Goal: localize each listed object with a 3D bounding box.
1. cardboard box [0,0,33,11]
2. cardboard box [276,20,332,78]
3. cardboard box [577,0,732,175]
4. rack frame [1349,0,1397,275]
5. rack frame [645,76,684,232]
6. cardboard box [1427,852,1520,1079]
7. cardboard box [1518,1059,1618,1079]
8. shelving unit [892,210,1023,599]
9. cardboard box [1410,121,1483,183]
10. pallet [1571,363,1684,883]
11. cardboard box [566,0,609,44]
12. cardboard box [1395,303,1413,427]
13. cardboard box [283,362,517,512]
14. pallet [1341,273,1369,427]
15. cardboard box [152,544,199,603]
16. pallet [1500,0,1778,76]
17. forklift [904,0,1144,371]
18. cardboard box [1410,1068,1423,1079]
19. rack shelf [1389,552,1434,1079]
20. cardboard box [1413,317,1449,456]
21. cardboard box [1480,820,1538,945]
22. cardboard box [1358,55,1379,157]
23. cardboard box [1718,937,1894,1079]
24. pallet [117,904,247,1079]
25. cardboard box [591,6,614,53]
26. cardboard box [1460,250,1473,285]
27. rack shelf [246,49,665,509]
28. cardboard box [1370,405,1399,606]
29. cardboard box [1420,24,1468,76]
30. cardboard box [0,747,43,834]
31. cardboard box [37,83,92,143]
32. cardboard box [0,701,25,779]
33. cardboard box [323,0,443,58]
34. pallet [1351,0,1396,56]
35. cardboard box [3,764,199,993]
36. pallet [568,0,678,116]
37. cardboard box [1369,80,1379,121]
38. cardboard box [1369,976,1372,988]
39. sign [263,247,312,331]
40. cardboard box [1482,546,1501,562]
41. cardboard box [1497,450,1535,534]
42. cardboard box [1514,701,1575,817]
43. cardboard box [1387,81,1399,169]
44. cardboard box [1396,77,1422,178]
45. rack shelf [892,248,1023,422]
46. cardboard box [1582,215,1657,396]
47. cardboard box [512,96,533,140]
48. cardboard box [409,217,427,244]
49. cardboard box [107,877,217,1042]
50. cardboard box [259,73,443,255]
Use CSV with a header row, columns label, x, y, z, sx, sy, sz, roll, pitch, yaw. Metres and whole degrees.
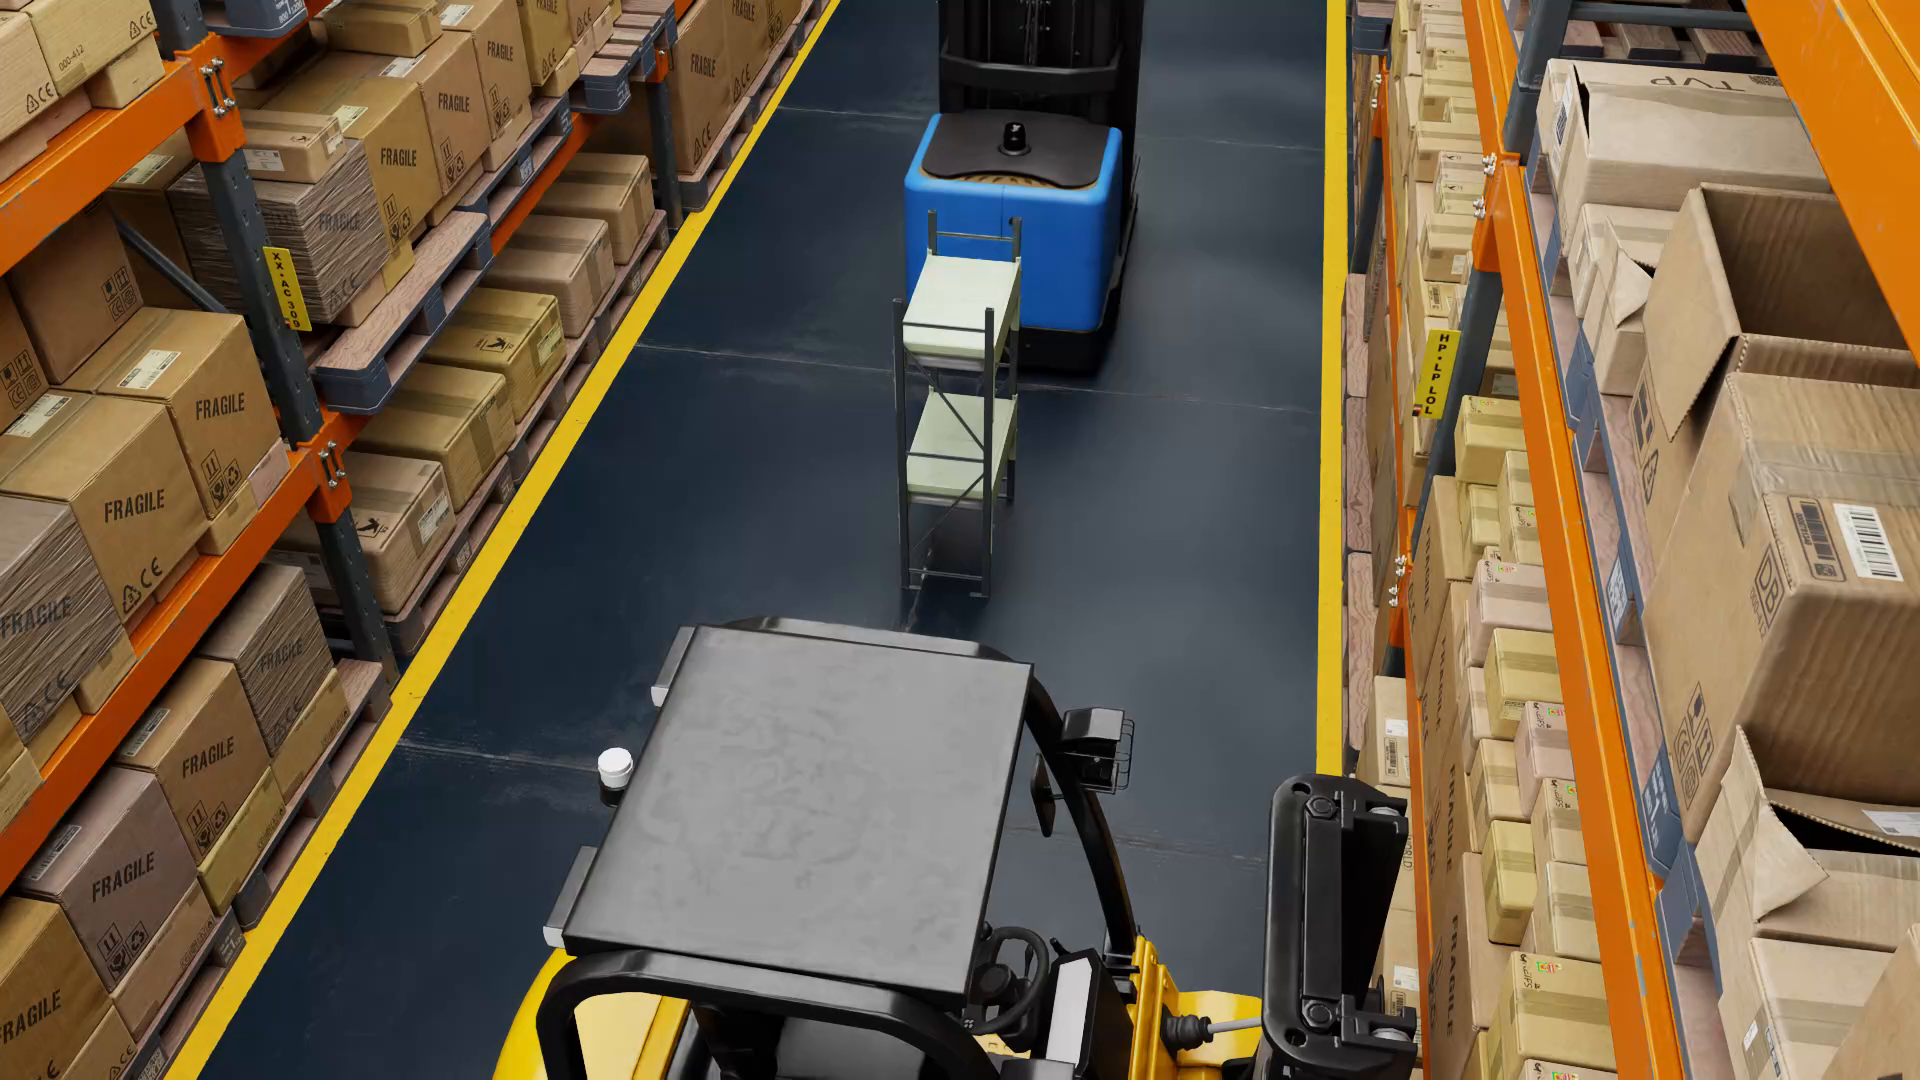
label,x,y,z,sx,sy,sz,roll,pitch,yaw
cardboard box,-2.679,-1.561,4.502,0.380,0.149,0.250,5,40,7
cardboard box,-2.836,-1.854,6.997,0.500,0.500,0.500,8,40,9
cardboard box,-1.977,-2.867,10.202,0.875,0.875,0.875,6,40,7
rack frame,2.711,-2.555,8.486,1.000,3.000,0.127,6,40,8
rack frame,-2.178,-3.100,9.145,1.000,3.000,0.127,6,40,8
cardboard box,1.417,1.127,3.955,0.500,0.500,0.500,7,40,8
cardboard box,1.264,1.165,3.165,0.380,0.149,0.250,7,40,9
shelving unit,-0.001,-0.574,7.267,0.431,1.500,0.755,6,40,8
cardboard box,2.021,-1.552,6.686,0.380,0.149,0.250,5,40,6
pallet,1.684,0.135,2.948,1.003,0.211,1.213,6,40,8
cardboard box,-2.062,-2.773,8.109,0.500,0.500,0.500,6,40,7
cardboard box,1.930,-0.648,6.297,0.500,0.250,0.500,6,40,7
cardboard box,-2.661,-0.520,7.757,0.950,0.372,0.625,9,40,10
pallet,2.531,-0.968,8.755,1.003,0.211,1.213,6,40,8
cardboard box,-2.784,0.055,5.526,0.380,0.149,0.250,7,40,8
pallet,2.159,-1.682,5.226,0.805,0.209,1.217,5,40,6
forklift,0.472,-2.956,9.026,1.130,2.935,3.031,7,40,8
cardboard box,1.355,1.699,4.385,0.500,0.250,0.500,6,40,7
rack shelf,1.673,1.488,4.161,1.077,0.370,4.000,6,40,8
cardboard box,1.852,-0.516,5.745,0.500,0.250,0.500,6,40,7
cardboard box,1.418,0.806,3.833,0.380,0.149,0.250,6,40,7
cardboard box,2.758,-2.684,10.274,0.500,0.500,0.500,8,40,10
cardboard box,1.171,0.653,2.041,0.380,0.149,0.250,5,40,6
pallet,-3.160,1.679,5.554,1.003,0.211,1.213,6,40,8
cardboard box,-1.978,-2.594,8.401,0.380,0.149,0.250,6,40,7
cardboard box,1.981,-0.884,5.877,0.380,0.149,0.250,6,40,8
rack shelf,-2.524,-1.567,7.856,1.077,0.370,4.000,6,40,8
cardboard box,2.240,-0.106,7.058,0.875,0.625,0.625,6,40,7
cardboard box,2.269,-2.179,7.443,0.380,0.149,0.250,7,40,8
cardboard box,-2.881,0.703,4.742,0.380,0.149,0.250,7,40,8
cardboard box,-2.755,-1.268,4.773,0.380,0.149,0.250,7,40,8
cardboard box,-2.954,0.536,4.436,0.500,0.500,0.500,6,40,7
cardboard box,-2.354,-2.104,6.790,0.380,0.149,0.250,9,40,10
pallet,2.760,-2.914,9.071,1.213,0.211,1.003,6,40,8
cardboard box,-2.882,1.060,5.354,0.500,0.500,0.500,8,40,10
pallet,-2.196,-2.567,8.651,1.213,0.211,1.003,6,40,8
cardboard box,2.564,-2.516,9.562,0.380,0.149,0.250,4,40,5
cardboard box,1.448,1.561,4.944,0.500,0.250,0.500,6,40,7
sign,-2.334,-0.868,5.767,0.100,0.325,0.005,6,40,8
cardboard box,1.644,0.167,4.606,0.380,0.149,0.250,6,40,8
cardboard box,1.733,-0.104,4.701,0.380,0.149,0.250,7,40,8
cardboard box,1.527,0.537,3.926,0.380,0.149,0.250,6,40,7
cardboard box,2.302,-1.930,7.848,0.500,0.250,0.500,6,40,7
cardboard box,2.198,-1.798,7.295,0.500,0.250,0.500,5,40,7
rack shelf,-0.001,-0.875,7.018,0.431,0.370,0.720,6,40,8
cardboard box,1.463,-0.451,3.285,0.396,0.266,0.258,6,40,7
cardboard box,-2.193,-1.952,7.625,0.380,0.149,0.250,5,40,6
cardboard box,-2.438,-1.309,6.846,0.380,0.149,0.250,9,40,11
cardboard box,-2.883,1.363,5.576,0.500,0.250,0.500,7,40,8
cardboard box,-2.420,-1.482,6.546,0.500,0.500,0.500,7,40,8
